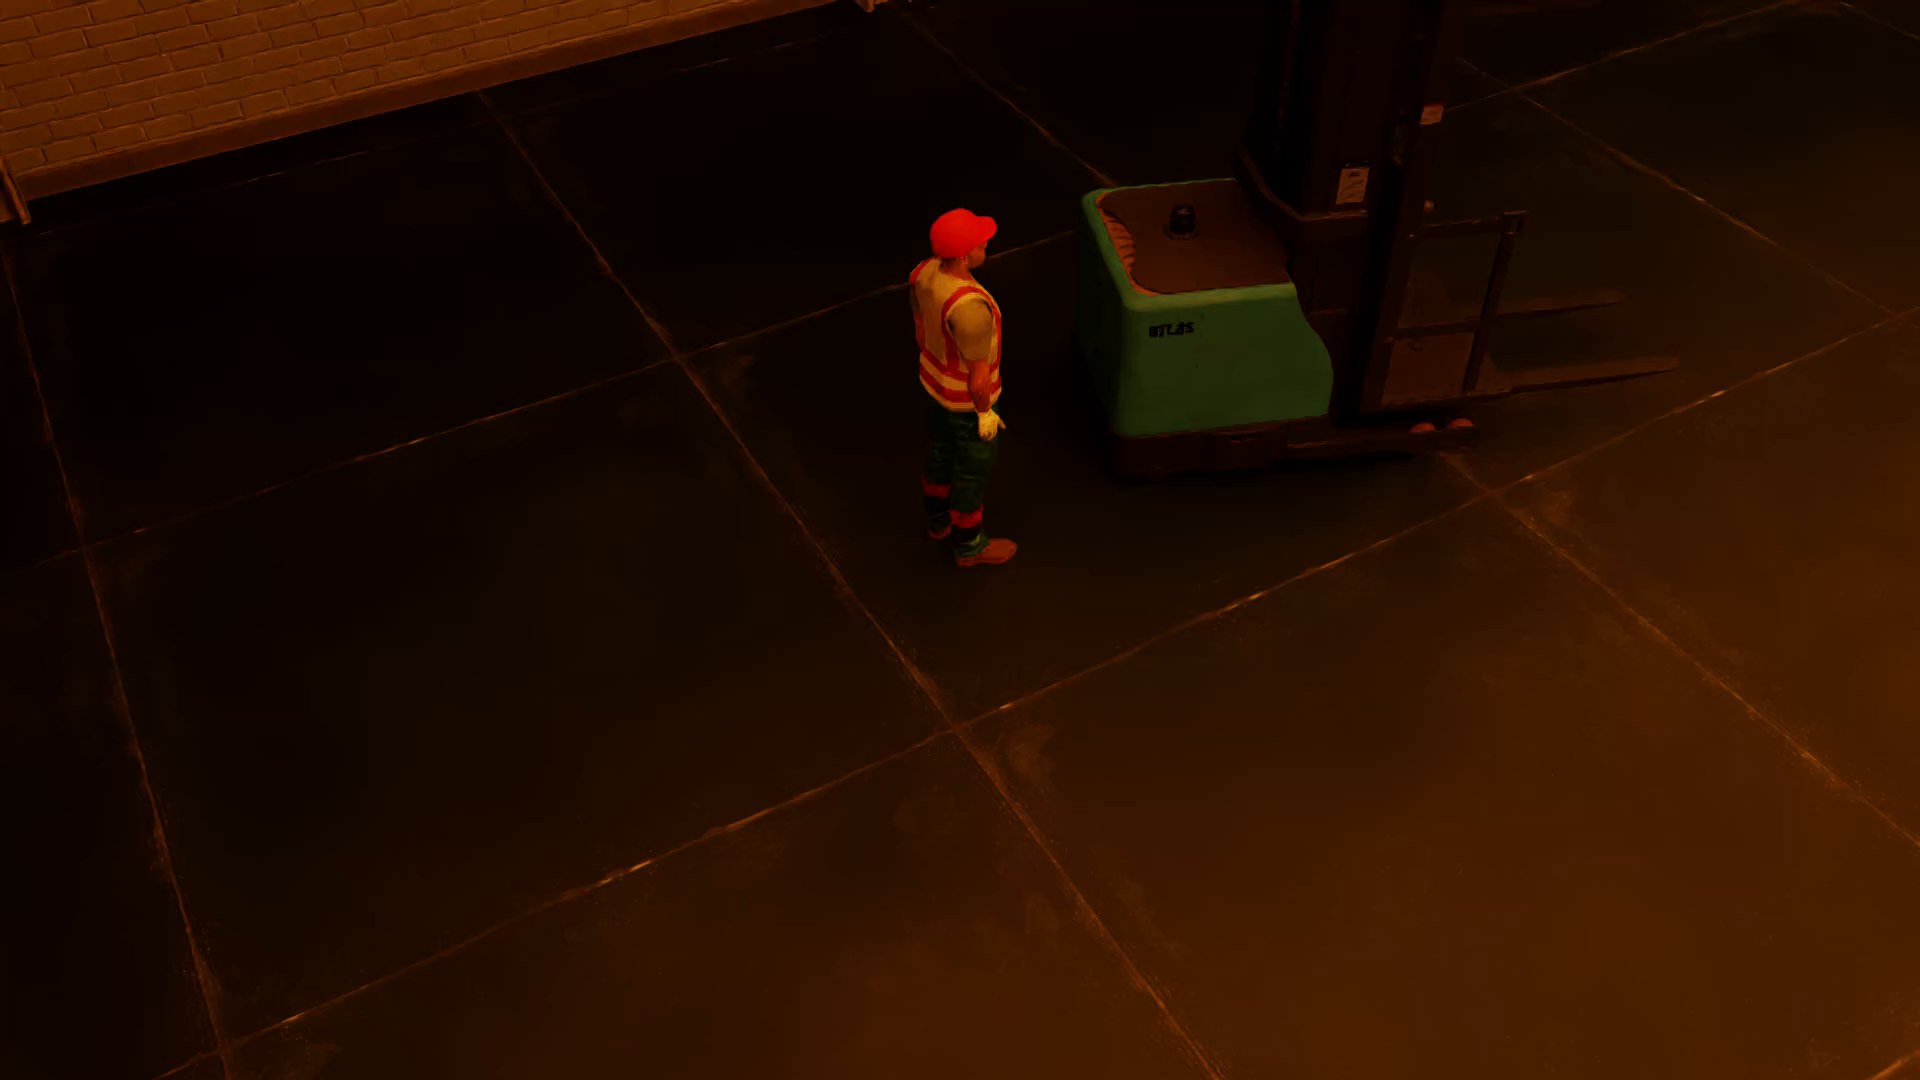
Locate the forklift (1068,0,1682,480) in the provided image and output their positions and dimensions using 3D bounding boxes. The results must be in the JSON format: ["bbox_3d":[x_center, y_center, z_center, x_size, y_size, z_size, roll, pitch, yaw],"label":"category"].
[{"bbox_3d":[2.136,-1.847,7.689,3.031,2.935,1.130,-7,43,-7],"label":"forklift"}]

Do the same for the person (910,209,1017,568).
[{"bbox_3d":[0.018,-0.665,7.252,0.349,1.795,0.540,-21,47,-21],"label":"person"}]
